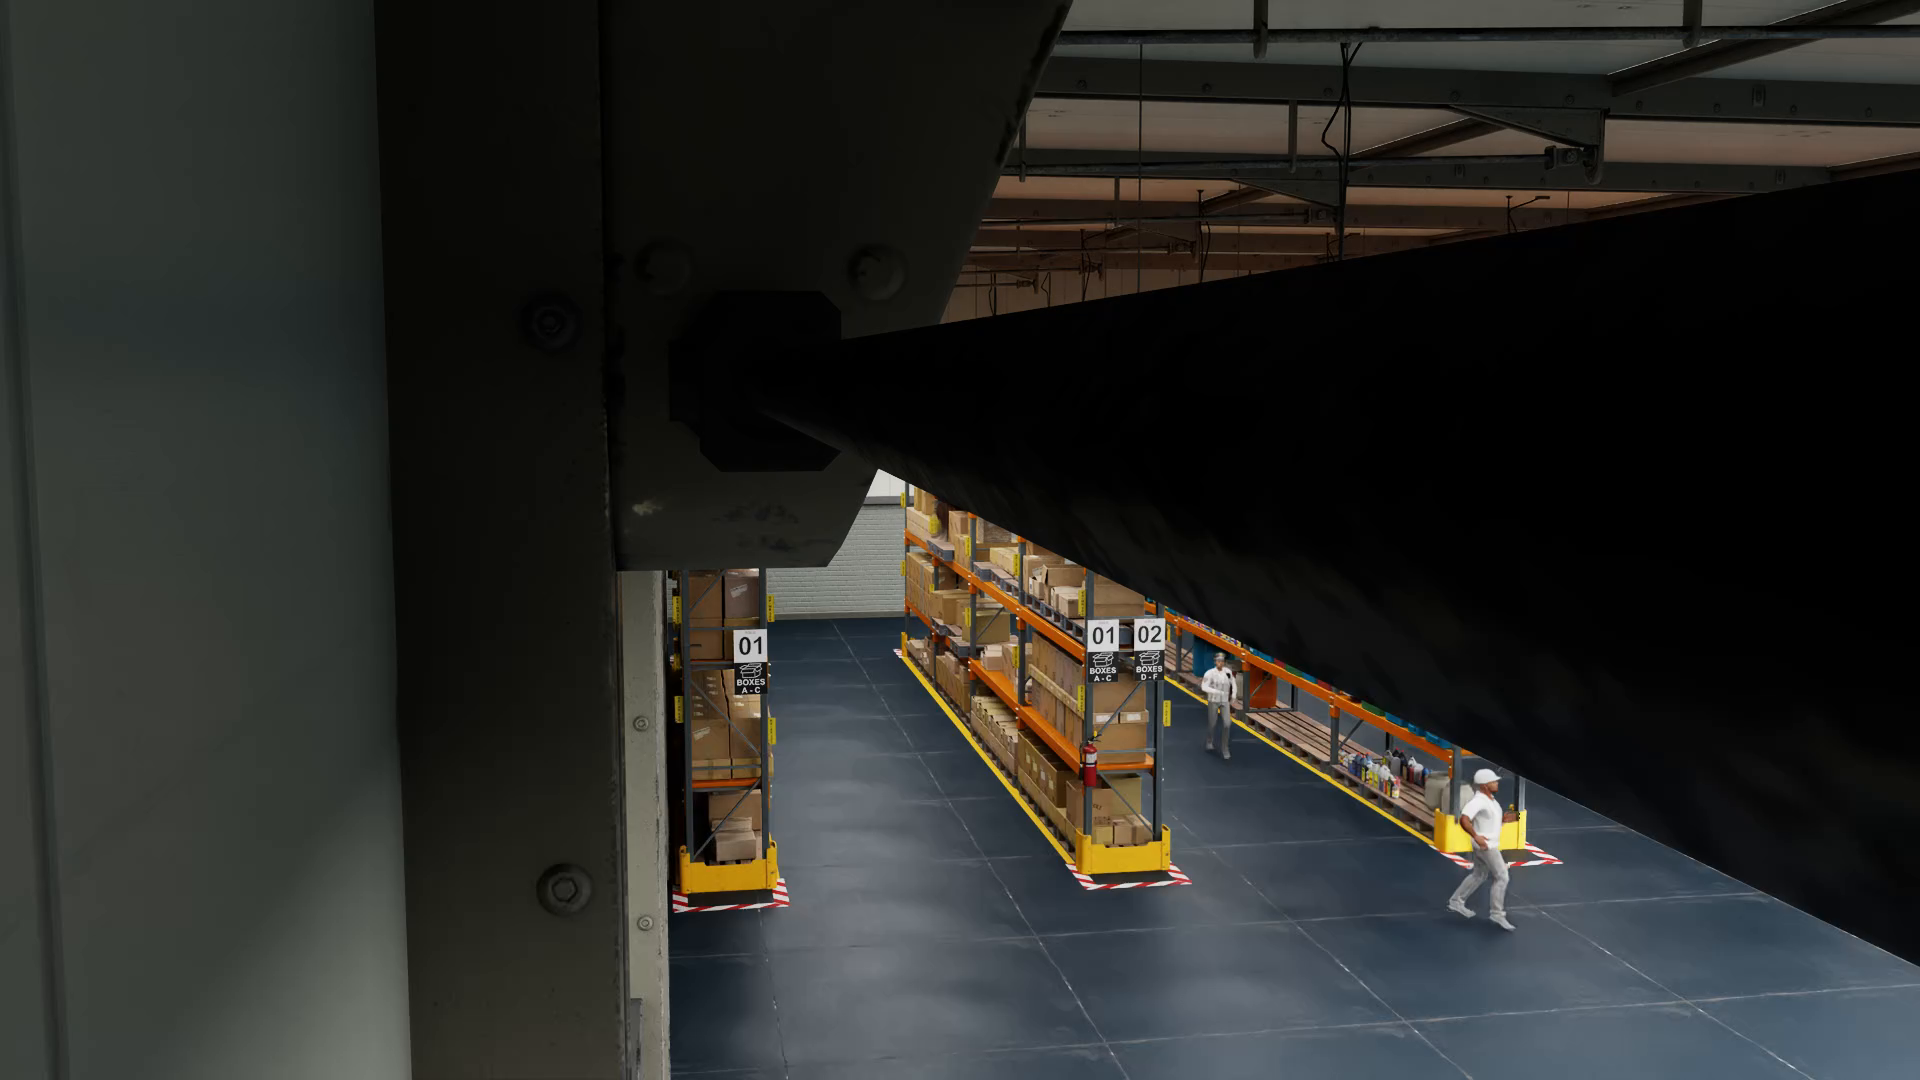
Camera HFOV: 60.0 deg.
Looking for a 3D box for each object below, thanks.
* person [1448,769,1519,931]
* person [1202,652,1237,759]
[{"bbox_3d":[5.947,3.493,18.877,0.738,1.820,0.678,2,6,16],"label":"person"},{"bbox_3d":[4.231,2.693,27.161,0.631,1.765,0.739,-1,6,-8],"label":"person"}]
